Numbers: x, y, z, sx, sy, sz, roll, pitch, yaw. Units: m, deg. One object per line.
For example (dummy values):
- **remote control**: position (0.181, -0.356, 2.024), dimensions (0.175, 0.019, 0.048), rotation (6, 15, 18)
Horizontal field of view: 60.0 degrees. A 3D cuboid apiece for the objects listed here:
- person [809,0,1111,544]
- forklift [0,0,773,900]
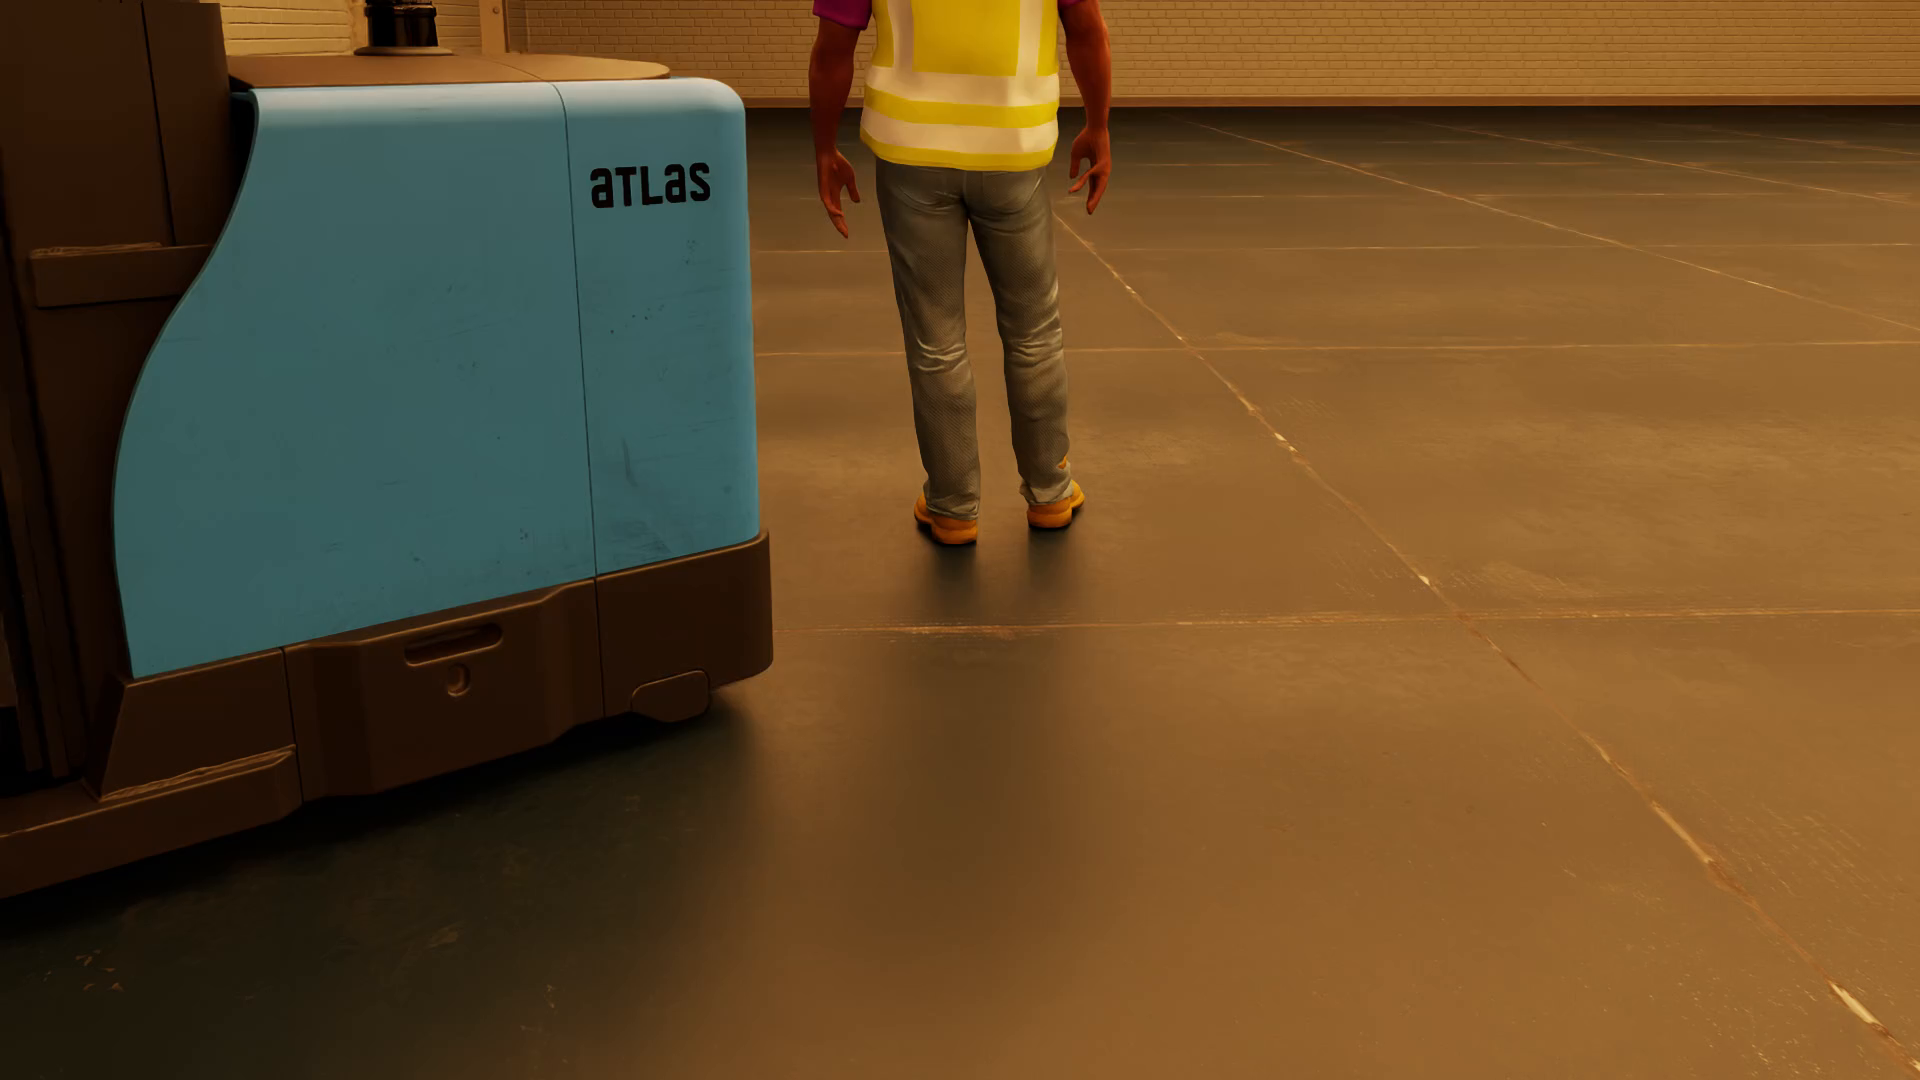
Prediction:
- **person**: position (0.003, -0.872, 3.724), dimensions (0.665, 1.766, 0.576), rotation (-1, 17, -3)
- **forklift**: position (-1.789, -0.945, 1.999), dimensions (3.031, 2.935, 1.130), rotation (-14, 22, -38)
